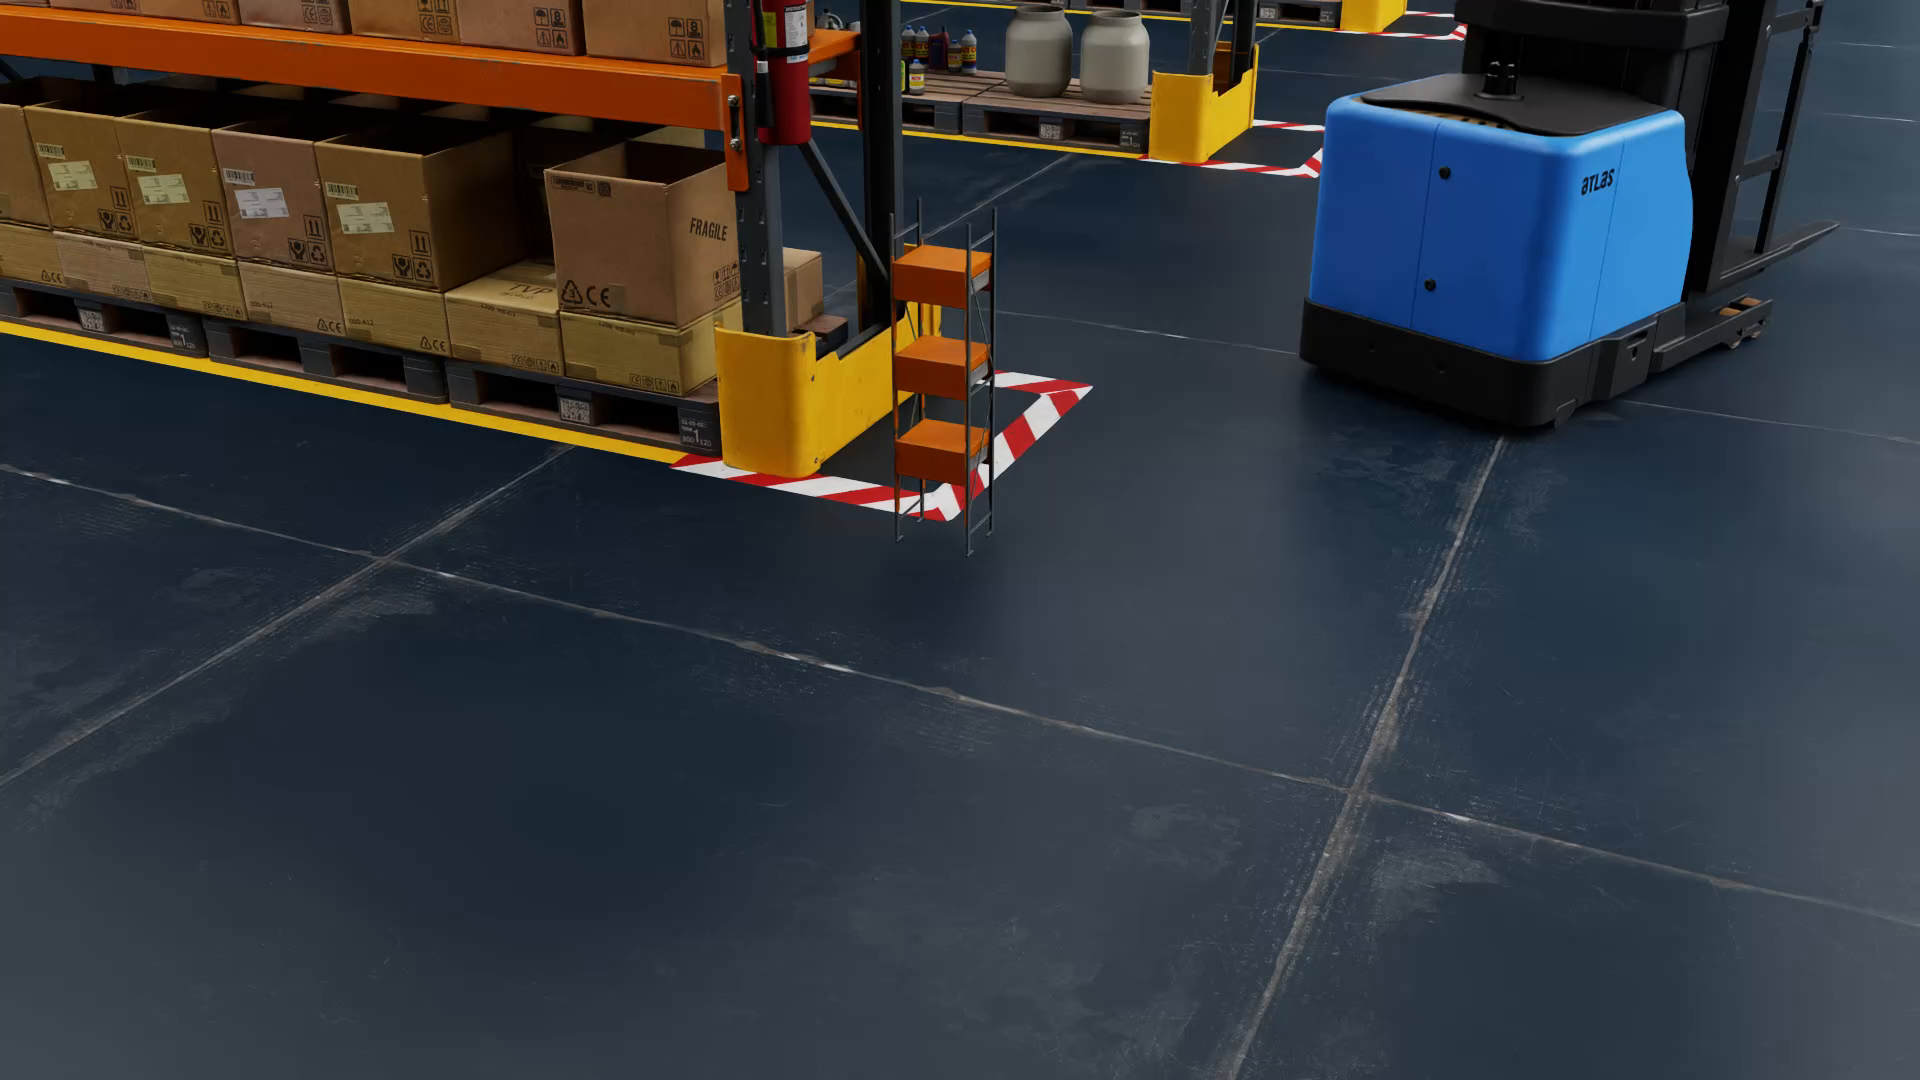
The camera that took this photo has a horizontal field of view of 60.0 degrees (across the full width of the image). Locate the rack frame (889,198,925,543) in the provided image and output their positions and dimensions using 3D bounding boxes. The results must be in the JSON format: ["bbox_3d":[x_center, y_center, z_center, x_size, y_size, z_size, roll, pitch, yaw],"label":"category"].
[{"bbox_3d":[-0.160,-0.503,5.083,0.008,1.050,0.200,11,28,22],"label":"rack frame"}]

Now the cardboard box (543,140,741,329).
[{"bbox_3d":[-1.084,-1.085,5.847,0.500,0.500,0.500,11,28,22],"label":"cardboard box"}]

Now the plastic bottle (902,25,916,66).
[{"bbox_3d":[-0.344,-3.318,11.184,0.097,0.271,0.097,0,26,0],"label":"plastic bottle"}]

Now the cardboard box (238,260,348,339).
[{"bbox_3d":[-2.454,-1.019,6.562,0.500,0.250,0.500,11,28,22],"label":"cardboard box"}]

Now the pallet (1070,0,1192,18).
[{"bbox_3d":[1.730,-4.948,15.060,1.213,0.211,1.003,11,28,22],"label":"pallet"}]

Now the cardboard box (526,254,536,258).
[{"bbox_3d":[-1.781,-1.140,6.806,0.500,0.250,0.500,11,28,22],"label":"cardboard box"}]

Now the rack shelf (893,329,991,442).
[{"bbox_3d":[-0.049,-0.471,5.043,0.240,0.259,0.215,11,28,22],"label":"rack shelf"}]

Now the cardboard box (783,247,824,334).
[{"bbox_3d":[-0.869,-0.958,6.438,0.500,0.250,0.500,11,28,22],"label":"cardboard box"}]

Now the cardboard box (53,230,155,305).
[{"bbox_3d":[-3.364,-1.202,6.933,0.500,0.250,0.500,11,28,22],"label":"cardboard box"}]

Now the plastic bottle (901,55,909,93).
[{"bbox_3d":[-0.386,-2.959,10.441,0.133,0.283,0.061,12,29,23],"label":"plastic bottle"}]

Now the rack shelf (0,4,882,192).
[{"bbox_3d":[-2.294,-1.859,6.444,4.000,0.370,1.077,11,28,22],"label":"rack shelf"}]

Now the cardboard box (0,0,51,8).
[{"bbox_3d":[-3.708,-2.513,6.846,0.500,0.500,0.700,11,28,20],"label":"cardboard box"}]

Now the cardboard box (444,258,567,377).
[{"bbox_3d":[-1.544,-0.836,6.190,0.500,0.250,0.500,11,28,22],"label":"cardboard box"}]

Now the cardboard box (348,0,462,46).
[{"bbox_3d":[-1.822,-2.138,6.084,0.500,0.500,0.700,12,28,22],"label":"cardboard box"}]

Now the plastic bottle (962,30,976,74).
[{"bbox_3d":[0.059,-3.237,11.019,0.097,0.271,0.097,0,26,0],"label":"plastic bottle"}]

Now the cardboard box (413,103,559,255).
[{"bbox_3d":[-1.785,-1.471,6.631,0.500,0.500,0.500,11,28,22],"label":"cardboard box"}]

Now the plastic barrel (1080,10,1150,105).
[{"bbox_3d":[0.950,-2.969,10.225,0.421,0.512,0.421,0,26,0],"label":"plastic barrel"}]

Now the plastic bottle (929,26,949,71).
[{"bbox_3d":[-0.139,-3.291,11.116,0.133,0.283,0.061,12,29,23],"label":"plastic bottle"}]

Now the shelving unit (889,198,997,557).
[{"bbox_3d":[-0.049,-0.481,5.038,0.252,1.050,0.215,11,28,22],"label":"shelving unit"}]

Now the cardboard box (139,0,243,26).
[{"bbox_3d":[-2.770,-2.326,6.466,0.500,0.500,0.700,12,29,23],"label":"cardboard box"}]

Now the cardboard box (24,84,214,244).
[{"bbox_3d":[-3.363,-1.539,6.769,0.500,0.500,0.500,11,28,22],"label":"cardboard box"}]

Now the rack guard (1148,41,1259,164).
[{"bbox_3d":[1.492,-2.680,10.128,0.348,0.500,1.175,11,28,22],"label":"rack guard"}]

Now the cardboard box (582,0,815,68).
[{"bbox_3d":[-0.893,-1.951,5.704,0.500,0.500,0.700,11,28,22],"label":"cardboard box"}]

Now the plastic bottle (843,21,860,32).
[{"bbox_3d":[-0.740,-3.386,11.317,0.135,0.276,0.152,12,29,23],"label":"plastic bottle"}]

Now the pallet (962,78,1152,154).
[{"bbox_3d":[0.755,-2.701,10.498,1.213,0.211,1.003,11,28,22],"label":"pallet"}]

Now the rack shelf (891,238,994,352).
[{"bbox_3d":[-0.049,-0.726,4.917,0.240,0.259,0.215,11,28,22],"label":"rack shelf"}]

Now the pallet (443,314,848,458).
[{"bbox_3d":[-1.186,-0.688,6.408,1.213,0.211,1.003,11,28,22],"label":"pallet"}]

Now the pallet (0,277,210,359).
[{"bbox_3d":[-3.408,-1.134,7.314,1.213,0.211,1.003,11,28,22],"label":"pallet"}]

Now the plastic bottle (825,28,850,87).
[{"bbox_3d":[-0.769,-3.086,10.624,0.185,0.351,0.144,13,29,24],"label":"plastic bottle"}]

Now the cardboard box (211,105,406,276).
[{"bbox_3d":[-2.455,-1.354,6.393,0.500,0.500,0.500,11,28,22],"label":"cardboard box"}]

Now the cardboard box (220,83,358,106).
[{"bbox_3d":[-2.694,-1.655,7.005,0.500,0.500,0.500,11,28,22],"label":"cardboard box"}]

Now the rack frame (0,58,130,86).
[{"bbox_3d":[-4.114,-2.547,7.028,0.127,3.000,1.000,11,28,22],"label":"rack frame"}]

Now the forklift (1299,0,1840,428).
[{"bbox_3d":[2.764,-2.254,6.510,3.031,2.935,1.130,-22,34,-37],"label":"forklift"}]

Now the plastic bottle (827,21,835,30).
[{"bbox_3d":[-0.905,-3.375,11.286,0.133,0.283,0.061,11,28,22],"label":"plastic bottle"}]

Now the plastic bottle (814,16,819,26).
[{"bbox_3d":[-1.015,-3.467,11.473,0.133,0.283,0.061,13,29,25],"label":"plastic bottle"}]
